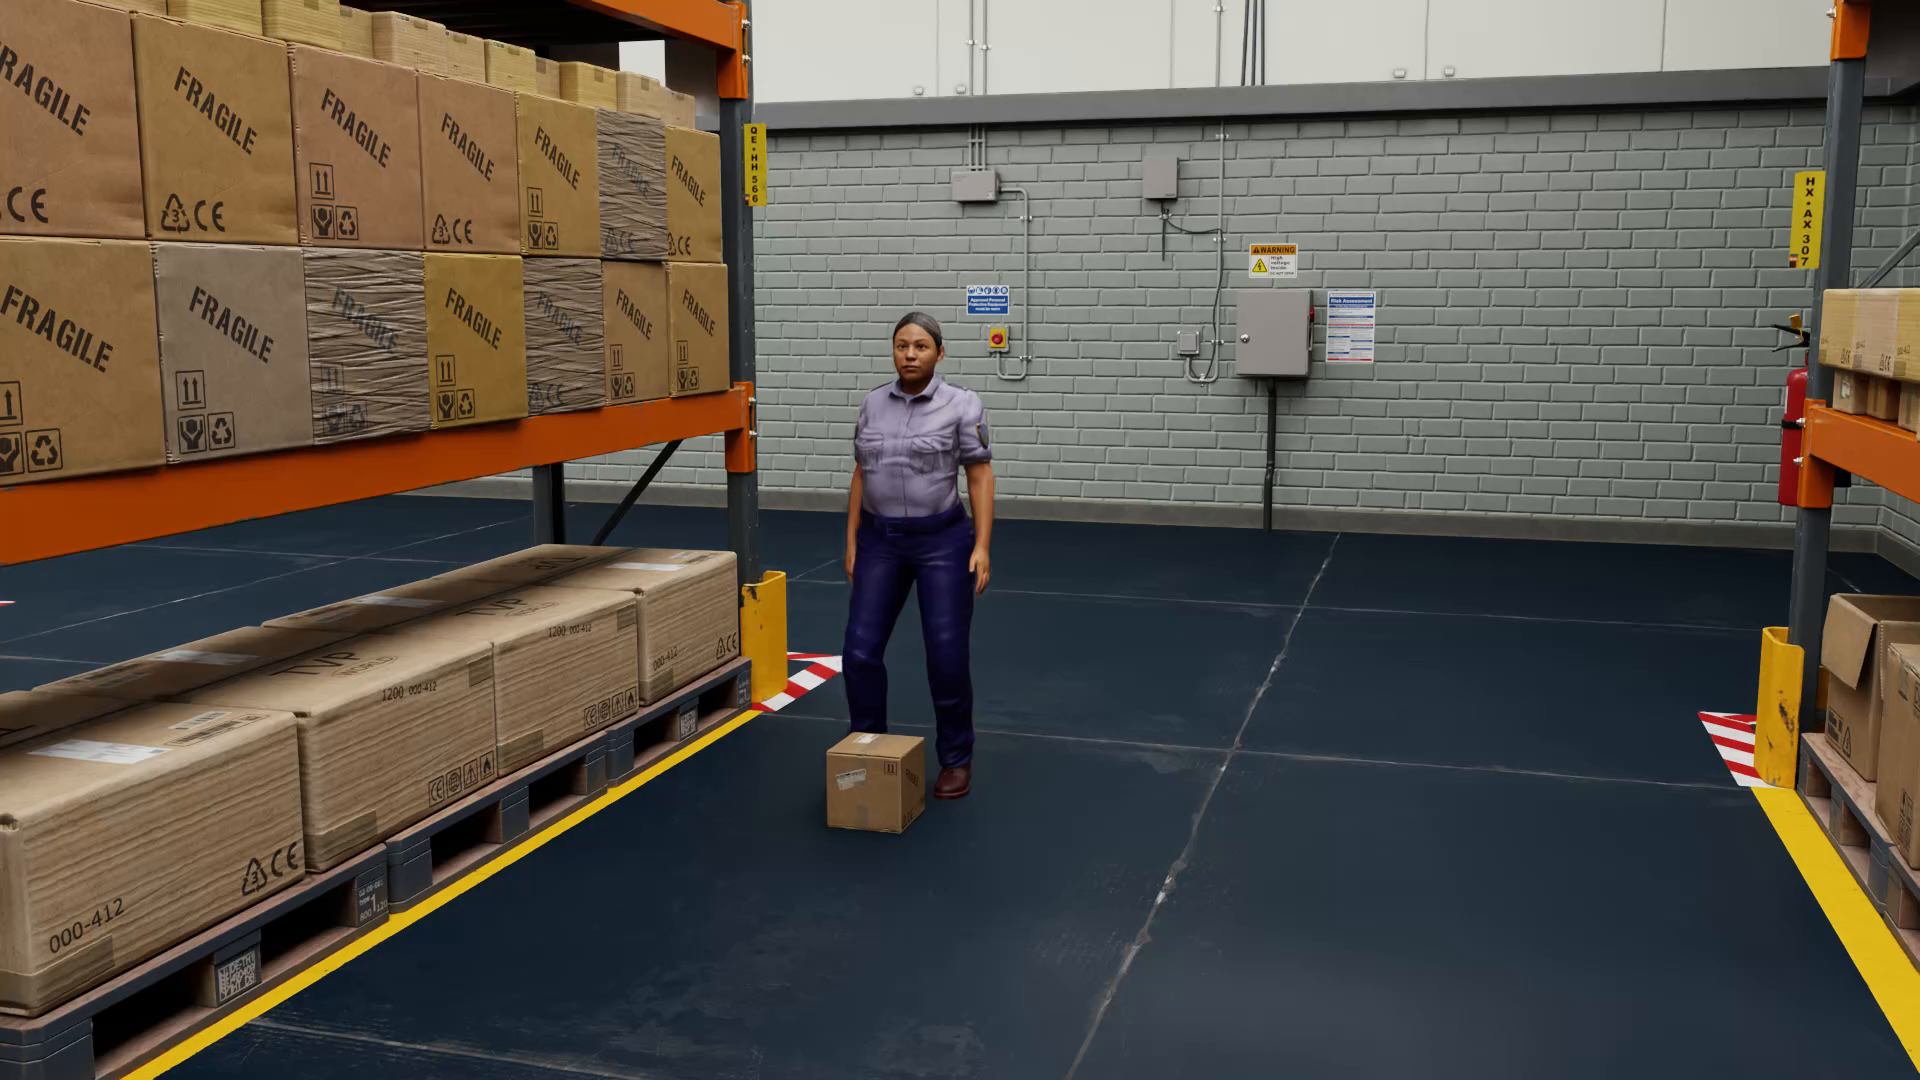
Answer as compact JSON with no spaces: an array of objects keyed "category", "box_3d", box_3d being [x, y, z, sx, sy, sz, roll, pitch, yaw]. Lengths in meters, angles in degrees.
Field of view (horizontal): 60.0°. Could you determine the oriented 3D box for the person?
[{"category":"person","box_3d":[-0.150,0.058,5.636,0.538,1.622,0.437,3,9,17]}]
